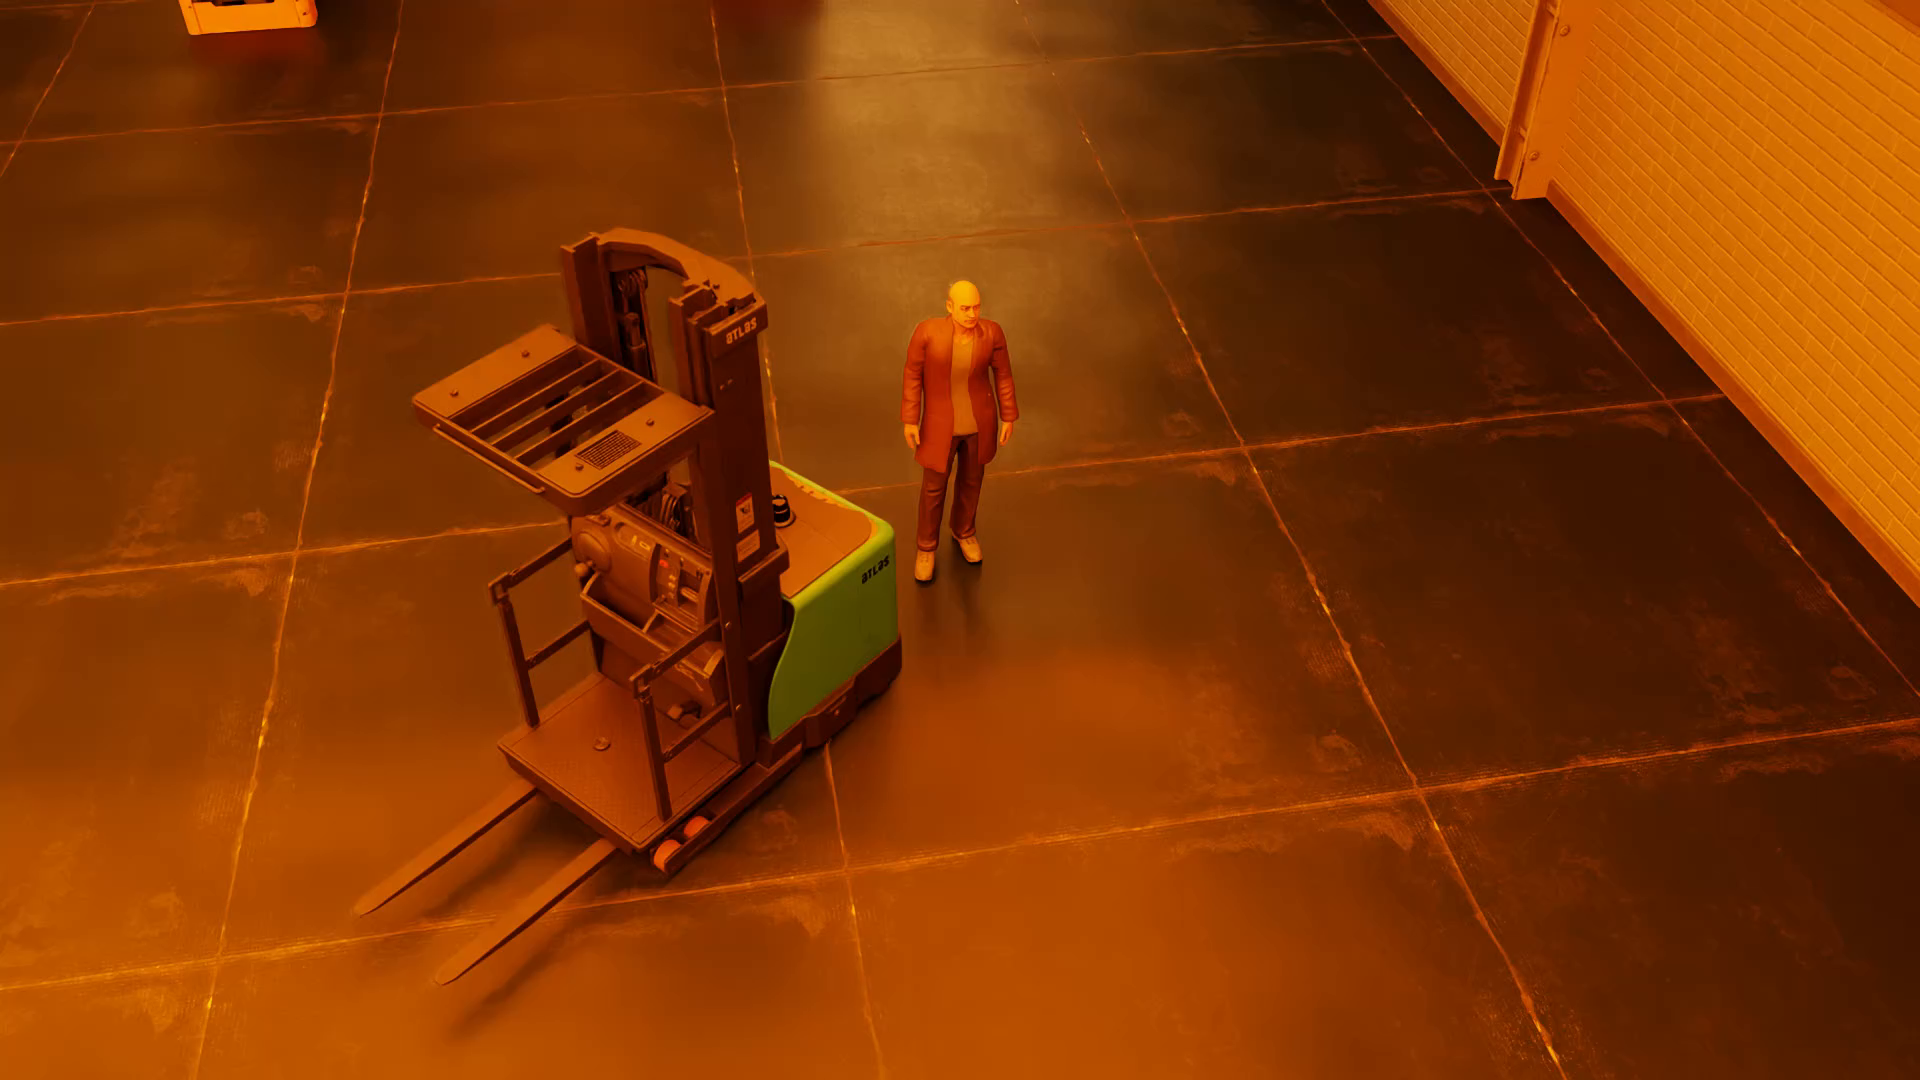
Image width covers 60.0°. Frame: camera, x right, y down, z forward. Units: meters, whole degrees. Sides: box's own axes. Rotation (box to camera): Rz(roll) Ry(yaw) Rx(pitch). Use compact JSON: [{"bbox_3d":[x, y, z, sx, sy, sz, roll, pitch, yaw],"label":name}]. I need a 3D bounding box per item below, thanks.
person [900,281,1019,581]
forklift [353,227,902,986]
[{"bbox_3d":[0.012,-0.625,9.571,0.698,1.777,0.581,-7,41,-8],"label":"person"},{"bbox_3d":[-1.645,0.170,7.757,1.130,2.935,3.031,28,48,29],"label":"forklift"}]
